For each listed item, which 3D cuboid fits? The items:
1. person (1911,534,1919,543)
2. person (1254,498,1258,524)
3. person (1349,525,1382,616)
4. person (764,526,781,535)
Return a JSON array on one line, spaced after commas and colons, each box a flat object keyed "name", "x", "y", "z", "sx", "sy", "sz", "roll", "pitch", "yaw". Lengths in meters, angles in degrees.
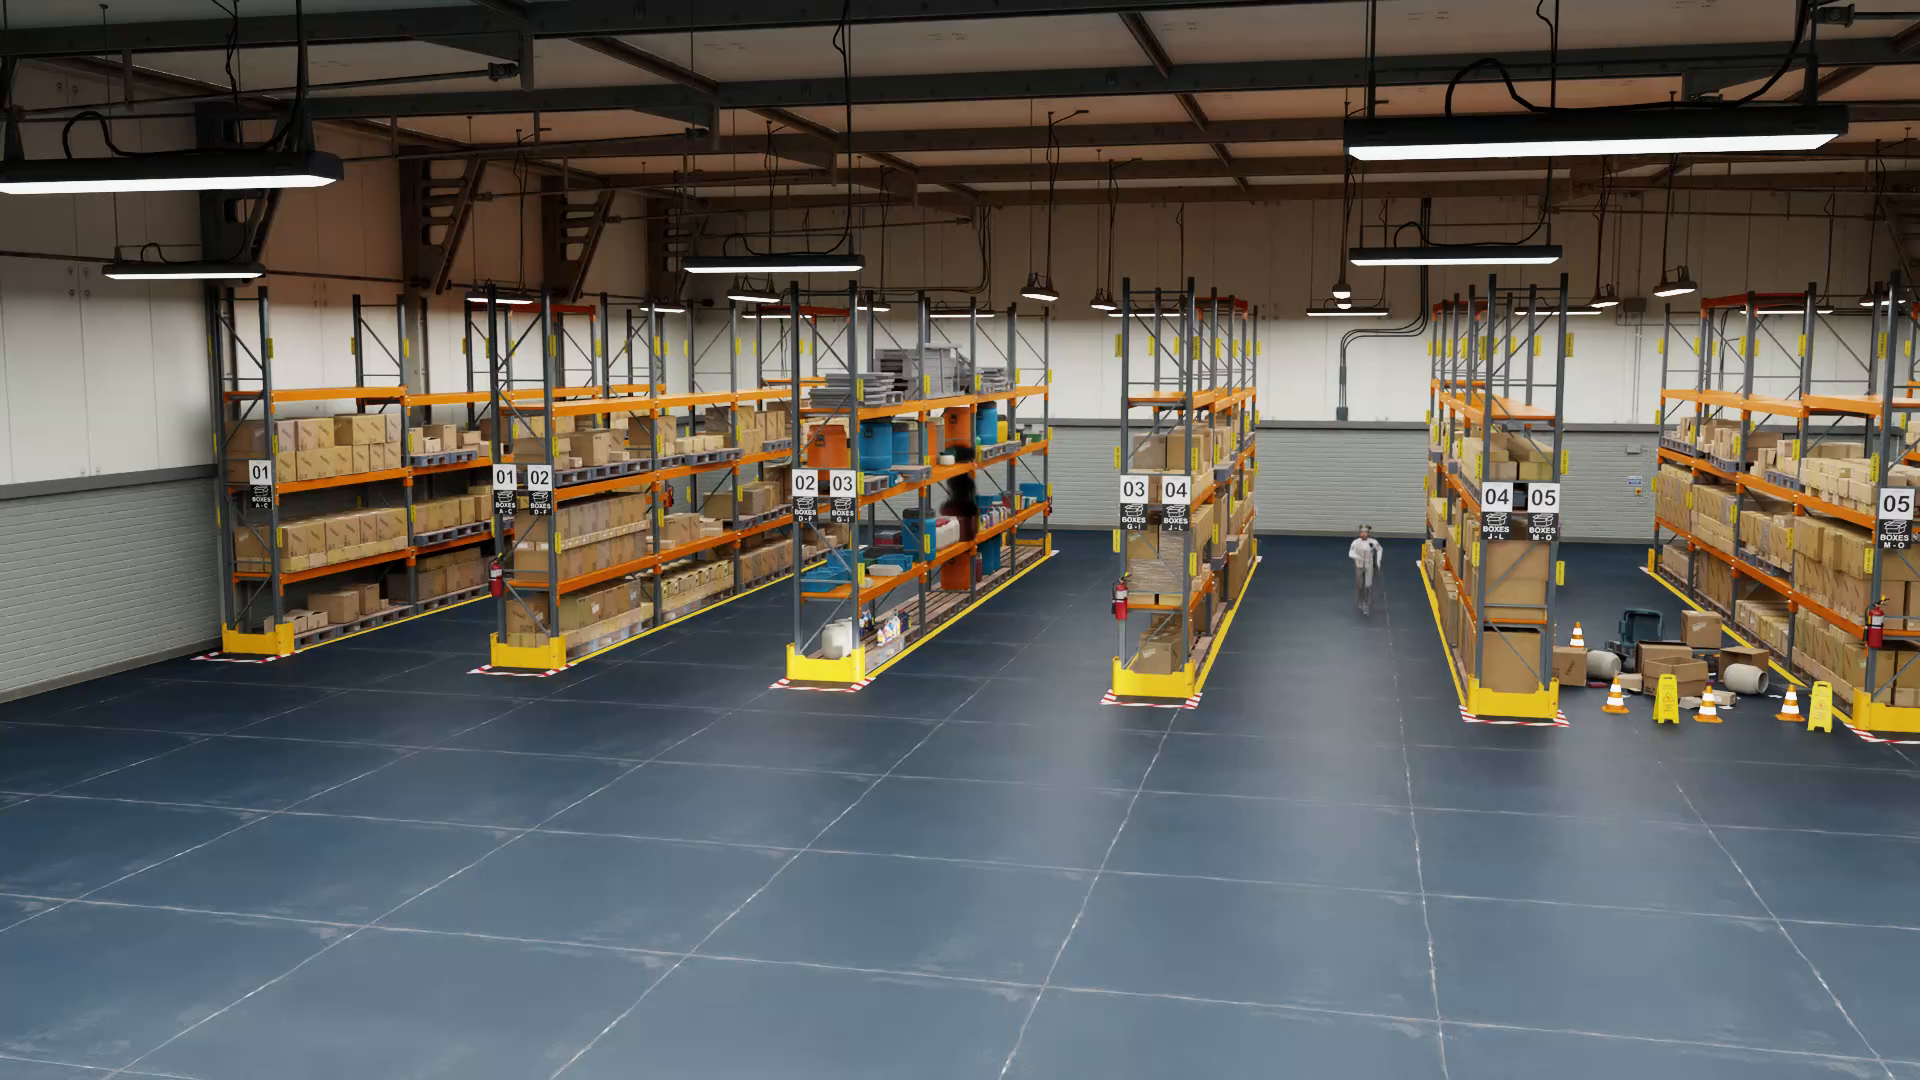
[{"name": "person", "x": 17.233, "y": 0.717, "z": 30.028, "sx": 0.608, "sy": 1.665, "sz": 0.870, "roll": 0, "pitch": 7, "yaw": 0}, {"name": "person", "x": 7.144, "y": -0.568, "z": 41.882, "sx": 0.617, "sy": 1.535, "sz": 0.619, "roll": -1, "pitch": 7, "yaw": -8}, {"name": "person", "x": 7.658, "y": 0.560, "z": 31.450, "sx": 0.595, "sy": 1.737, "sz": 0.810, "roll": 2, "pitch": 7, "yaw": 17}, {"name": "person", "x": -4.821, "y": -0.826, "z": 43.430, "sx": 0.527, "sy": 1.681, "sz": 0.708, "roll": 3, "pitch": 7, "yaw": 25}]
